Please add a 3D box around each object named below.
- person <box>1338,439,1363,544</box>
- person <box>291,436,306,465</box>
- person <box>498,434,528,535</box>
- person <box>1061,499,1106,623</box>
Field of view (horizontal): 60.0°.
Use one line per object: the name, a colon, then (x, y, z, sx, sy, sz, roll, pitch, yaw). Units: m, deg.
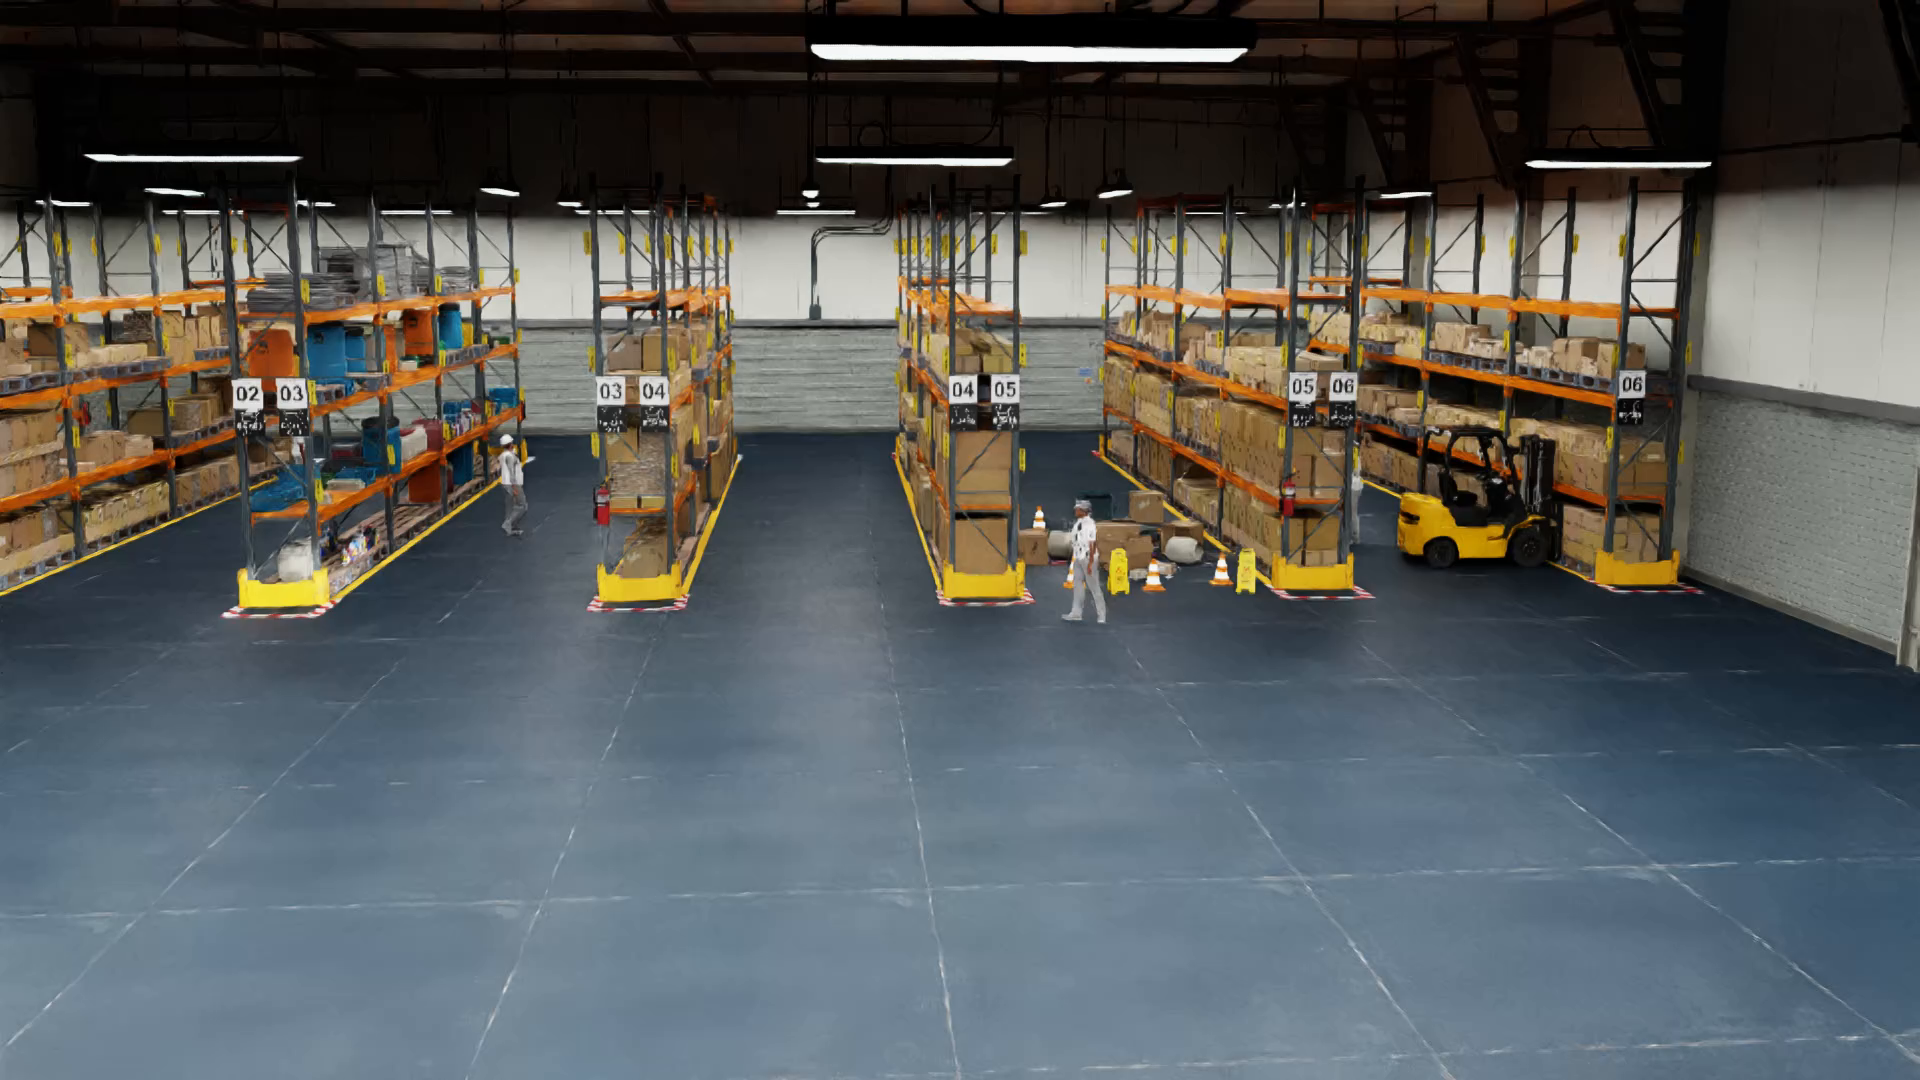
person: (6.610, -0.845, 28.372, 0.586, 1.748, 0.654, 5, 11, 27)
person: (-13.025, -1.680, 33.019, 0.464, 1.772, 0.644, -5, 11, -28)
person: (-7.845, -0.958, 29.028, 0.444, 1.769, 0.569, -6, 12, -32)
person: (1.701, 0.277, 22.368, 0.533, 1.666, 0.592, -4, 11, -21)
